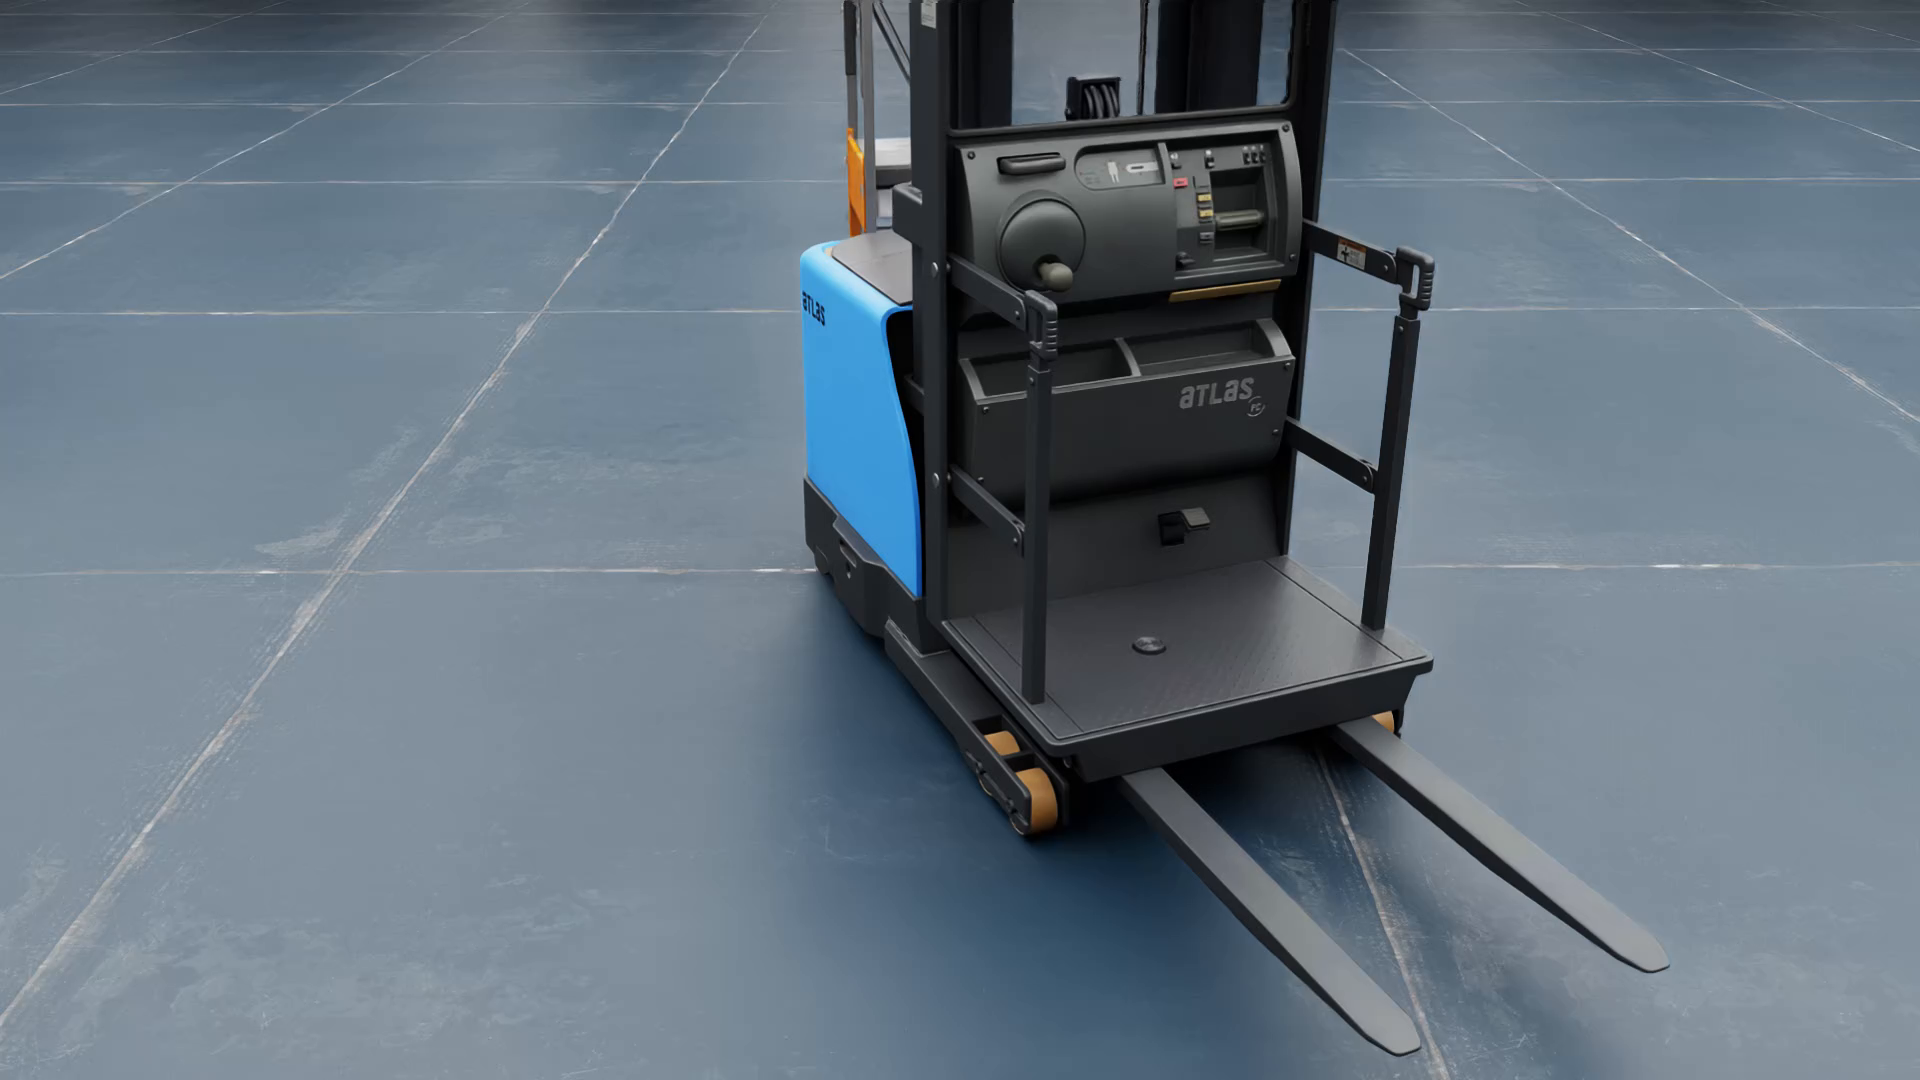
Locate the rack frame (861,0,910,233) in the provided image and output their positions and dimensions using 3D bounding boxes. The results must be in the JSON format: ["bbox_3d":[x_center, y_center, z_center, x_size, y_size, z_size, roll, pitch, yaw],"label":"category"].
[{"bbox_3d":[-0.108,-1.019,5.456,0.400,2.100,0.015,-4,25,-9],"label":"rack frame"}]

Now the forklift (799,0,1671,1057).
[{"bbox_3d":[0.527,-0.802,3.967,1.130,2.935,3.031,-10,26,-21],"label":"forklift"}]

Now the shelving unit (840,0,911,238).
[{"bbox_3d":[-0.150,-1.119,5.675,0.431,2.100,0.503,-4,25,-9],"label":"shelving unit"}]

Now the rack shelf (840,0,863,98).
[{"bbox_3d":[-0.150,-1.744,5.392,0.431,0.518,0.480,-4,25,-9],"label":"rack shelf"}]

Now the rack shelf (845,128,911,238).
[{"bbox_3d":[-0.150,-1.106,5.681,0.431,0.518,0.480,-4,25,-9],"label":"rack shelf"}]

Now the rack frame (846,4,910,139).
[{"bbox_3d":[-0.191,-1.218,5.894,0.400,2.100,0.015,-4,25,-9],"label":"rack frame"}]
